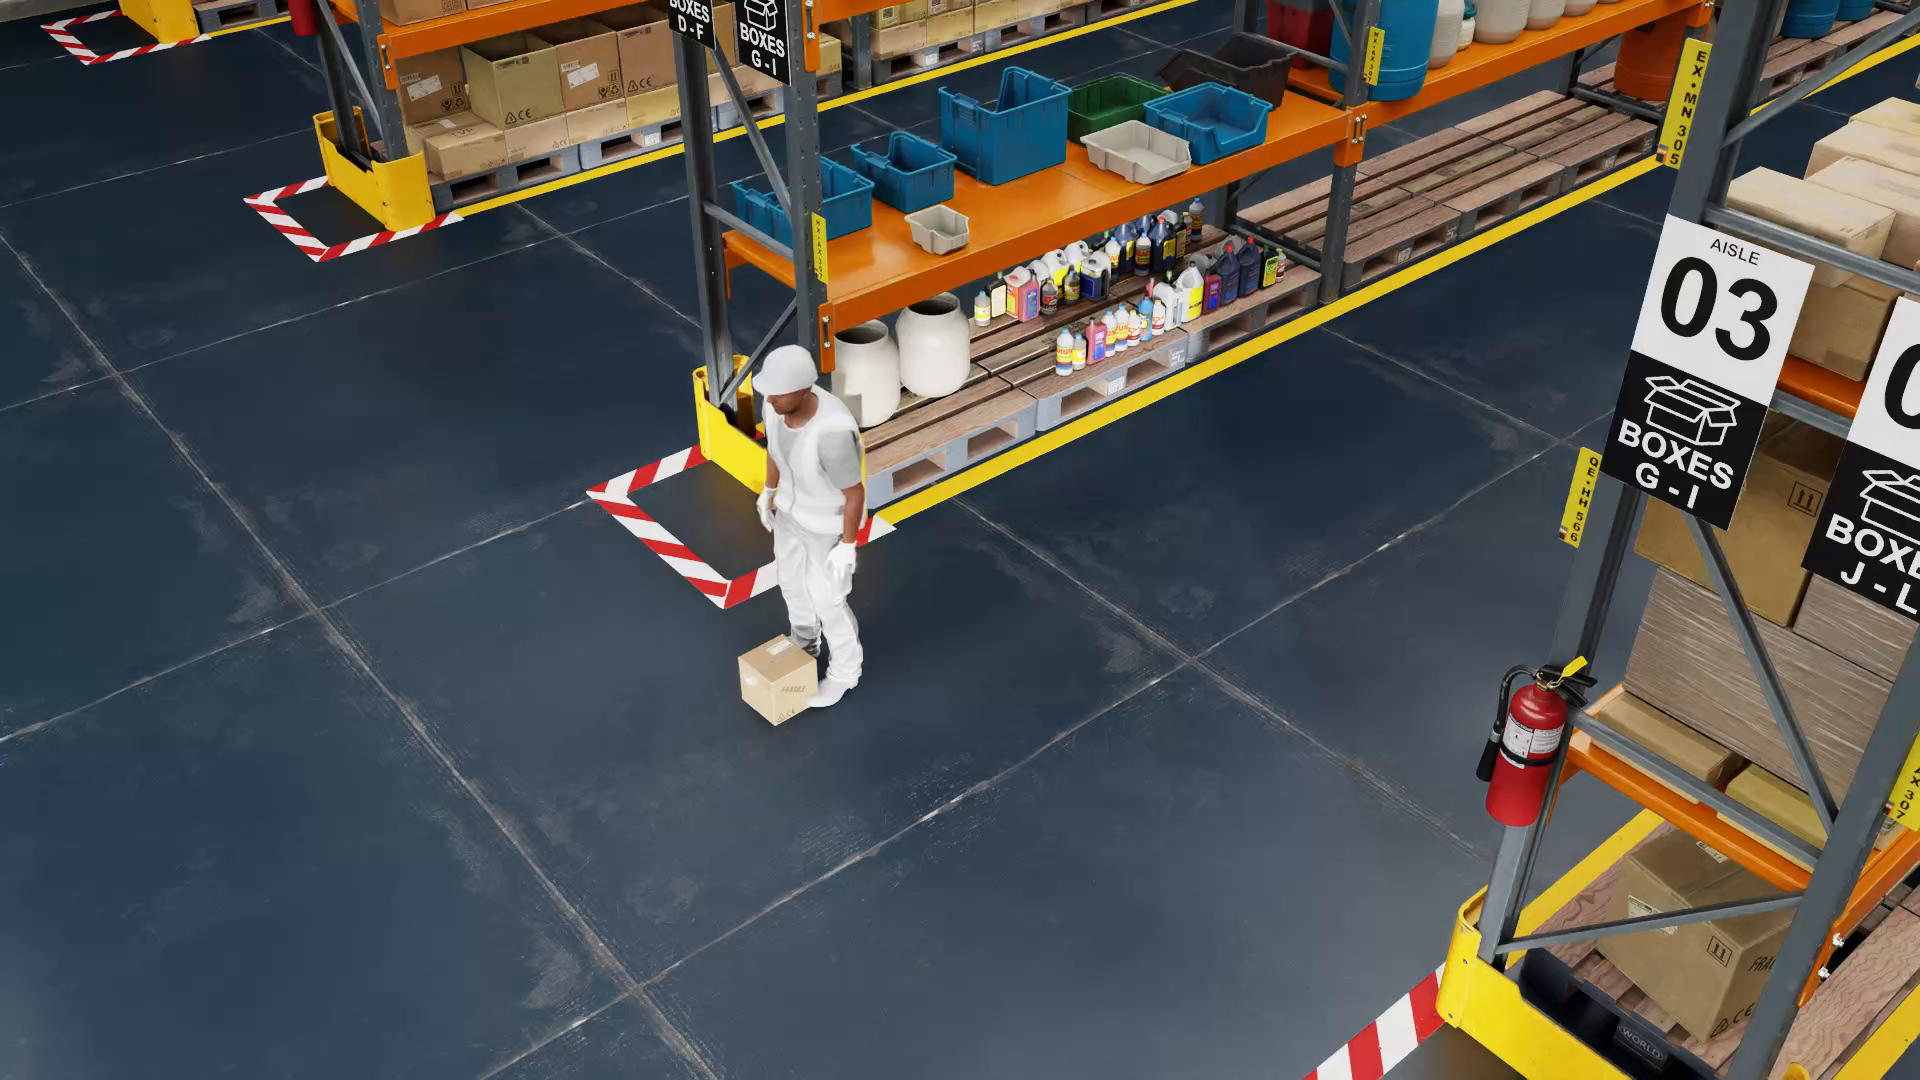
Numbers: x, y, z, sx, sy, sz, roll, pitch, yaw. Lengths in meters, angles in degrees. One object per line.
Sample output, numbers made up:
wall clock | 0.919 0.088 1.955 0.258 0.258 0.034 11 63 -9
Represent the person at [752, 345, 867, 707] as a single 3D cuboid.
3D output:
person | -0.652 -0.079 7.182 0.453 1.773 0.621 -27 43 -32
